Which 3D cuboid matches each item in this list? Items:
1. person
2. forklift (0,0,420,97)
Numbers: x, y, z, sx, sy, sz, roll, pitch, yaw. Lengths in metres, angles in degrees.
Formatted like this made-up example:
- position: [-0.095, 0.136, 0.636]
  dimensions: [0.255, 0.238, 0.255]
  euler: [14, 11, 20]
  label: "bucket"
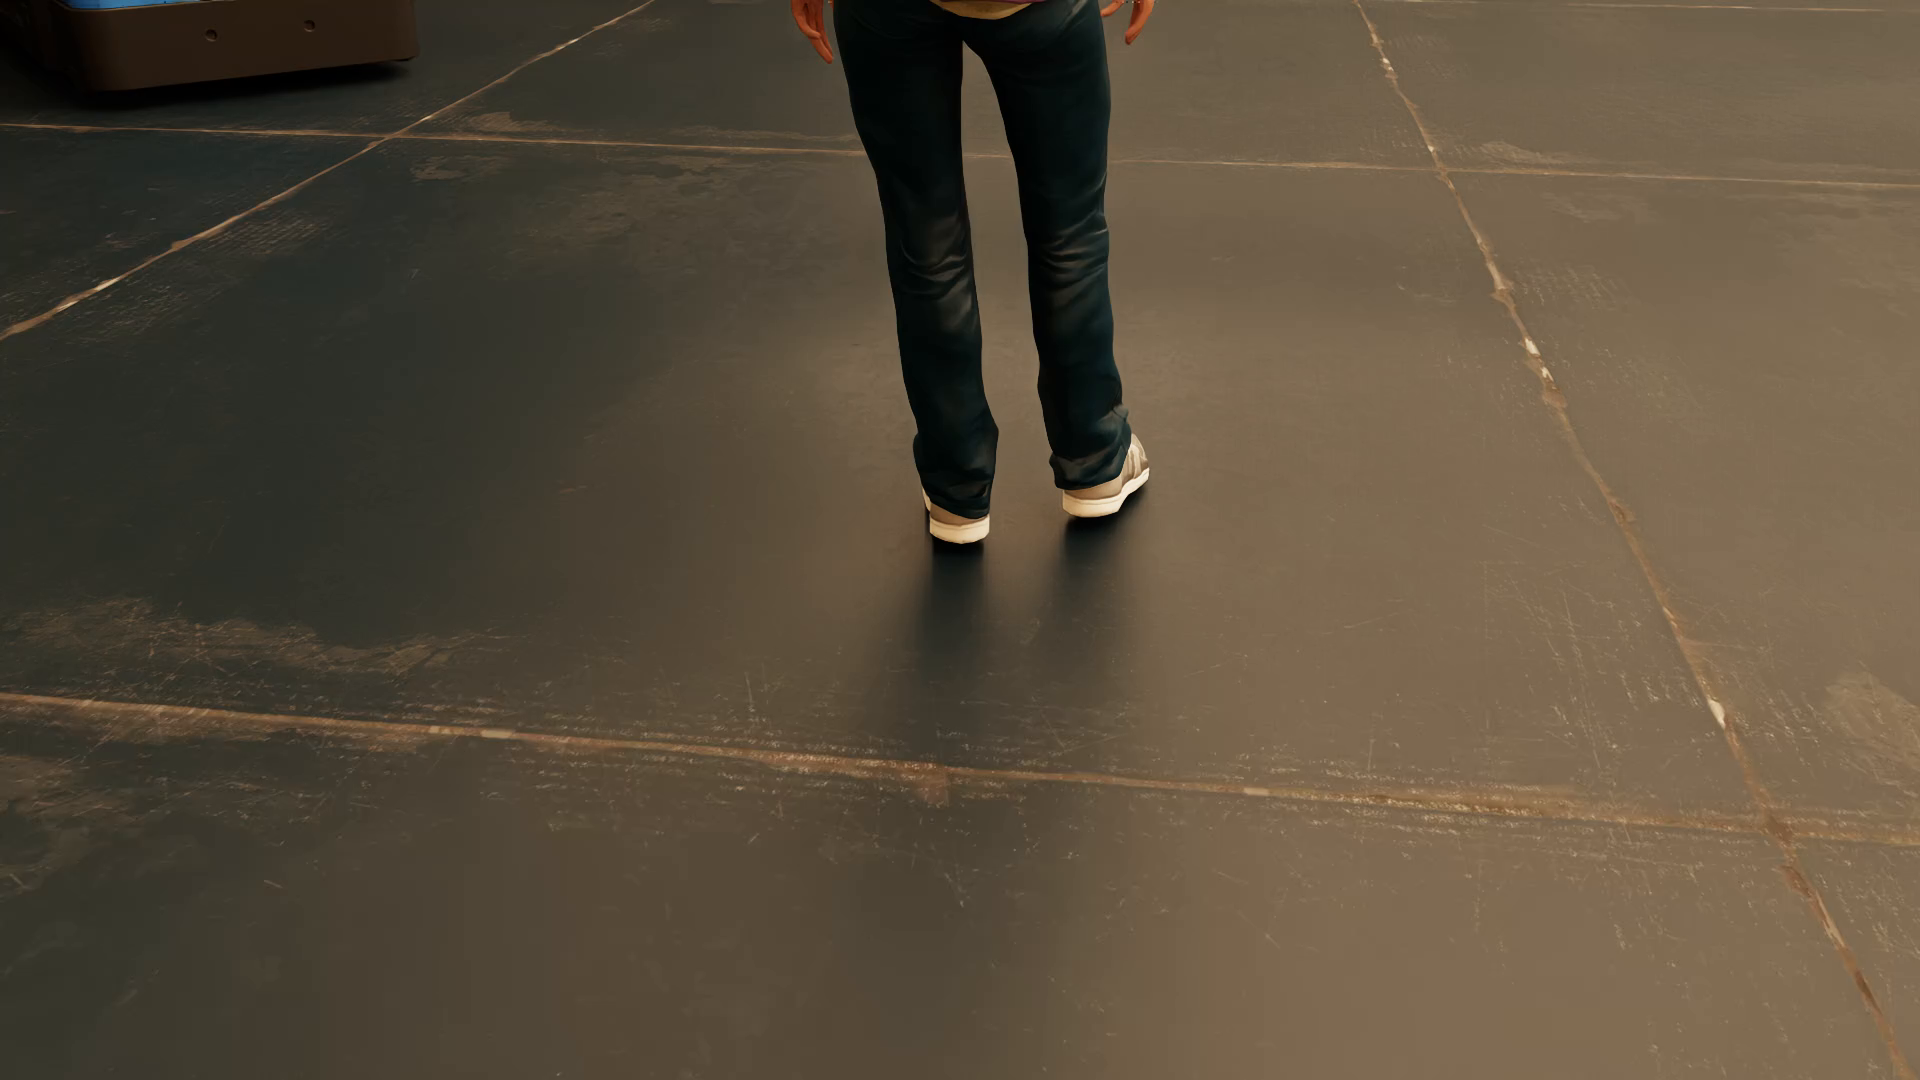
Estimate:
- position: [0.024, -0.747, 2.208]
  dimensions: [0.520, 1.585, 0.473]
  euler: [3, 27, 7]
  label: "person"
- position: [-3.100, -3.286, 5.804]
  dimensions: [1.130, 2.935, 3.031]
  euler: [-18, 32, -32]
  label: "forklift"
